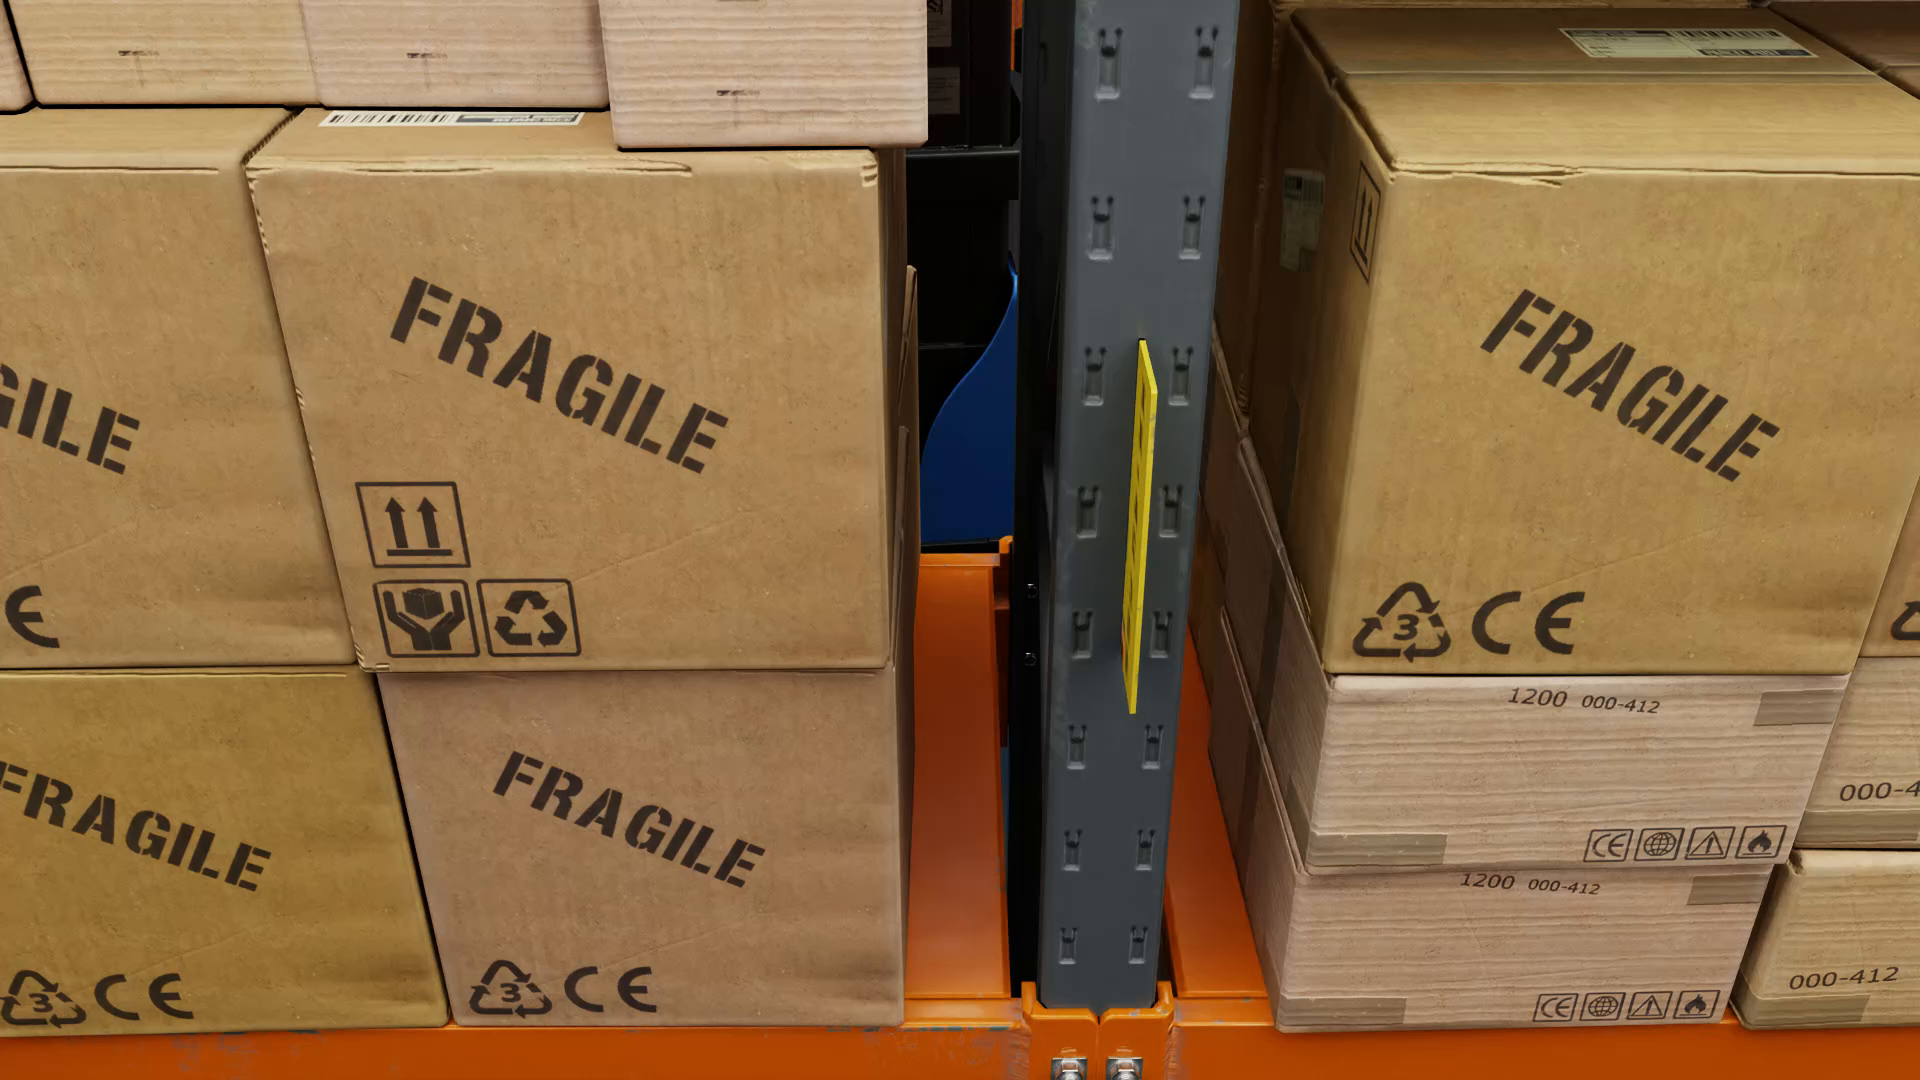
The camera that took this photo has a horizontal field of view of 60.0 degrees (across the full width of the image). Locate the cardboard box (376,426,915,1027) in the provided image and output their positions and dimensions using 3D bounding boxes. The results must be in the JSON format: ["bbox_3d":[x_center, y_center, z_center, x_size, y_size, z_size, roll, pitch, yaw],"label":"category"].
[{"bbox_3d":[-0.312,0.201,1.930,0.500,0.500,0.500,0,31,0],"label":"cardboard box"}]

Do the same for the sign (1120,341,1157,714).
[{"bbox_3d":[0.155,-0.006,1.457,0.005,0.325,0.100,0,31,0],"label":"sign"}]

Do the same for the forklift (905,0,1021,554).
[{"bbox_3d":[-0.622,-1.217,4.431,3.031,2.935,1.130,-3,31,-5],"label":"forklift"}]

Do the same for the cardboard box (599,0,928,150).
[{"bbox_3d":[-0.156,-0.472,1.450,0.250,0.149,0.380,-1,31,-1],"label":"cardboard box"}]

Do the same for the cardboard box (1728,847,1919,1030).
[{"bbox_3d":[1.110,0.307,1.996,0.500,0.250,0.500,-1,31,-2],"label":"cardboard box"}]

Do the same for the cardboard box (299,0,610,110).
[{"bbox_3d":[-0.420,-0.527,1.541,0.250,0.149,0.380,1,31,1],"label":"cardboard box"}]

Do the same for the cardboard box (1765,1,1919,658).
[{"bbox_3d":[1.101,-0.228,1.675,0.500,0.500,0.500,0,31,-1],"label":"cardboard box"}]

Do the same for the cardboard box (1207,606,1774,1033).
[{"bbox_3d":[0.592,0.310,1.993,0.500,0.250,0.500,-1,31,-1],"label":"cardboard box"}]

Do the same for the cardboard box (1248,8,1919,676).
[{"bbox_3d":[0.592,-0.213,1.648,0.500,0.500,0.500,0,31,0],"label":"cardboard box"}]

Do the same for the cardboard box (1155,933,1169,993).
[{"bbox_3d":[0.770,0.795,2.691,0.875,0.875,0.875,1,31,1],"label":"cardboard box"}]

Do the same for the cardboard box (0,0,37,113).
[{"bbox_3d":[-0.922,-0.521,1.532,0.250,0.149,0.380,0,31,-1],"label":"cardboard box"}]

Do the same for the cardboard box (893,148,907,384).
[{"bbox_3d":[-0.327,-0.484,2.096,0.500,0.500,0.500,0,31,0],"label":"cardboard box"}]

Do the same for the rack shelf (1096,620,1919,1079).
[{"bbox_3d":[2.150,0.411,2.374,4.000,0.370,1.077,0,31,0],"label":"rack shelf"}]

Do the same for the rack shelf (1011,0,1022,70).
[{"bbox_3d":[2.117,-2.163,6.618,4.000,0.370,1.077,0,31,0],"label":"rack shelf"}]

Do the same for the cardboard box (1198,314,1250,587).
[{"bbox_3d":[0.590,-0.167,2.296,0.500,0.250,0.500,0,31,0],"label":"cardboard box"}]

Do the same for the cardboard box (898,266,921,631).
[{"bbox_3d":[-0.320,-0.067,2.373,0.500,0.500,0.500,1,31,1],"label":"cardboard box"}]

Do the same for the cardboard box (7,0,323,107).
[{"bbox_3d":[-0.669,-0.531,1.548,0.250,0.149,0.380,0,31,0],"label":"cardboard box"}]

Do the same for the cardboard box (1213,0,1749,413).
[{"bbox_3d":[0.596,-0.492,2.109,0.500,0.500,0.500,1,31,1],"label":"cardboard box"}]

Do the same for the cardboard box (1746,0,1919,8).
[{"bbox_3d":[1.113,-0.497,2.118,0.500,0.500,0.500,0,31,1],"label":"cardboard box"}]

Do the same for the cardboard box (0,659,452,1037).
[{"bbox_3d":[-0.826,0.206,1.923,0.500,0.500,0.500,-1,31,-2],"label":"cardboard box"}]

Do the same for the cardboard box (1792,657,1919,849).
[{"bbox_3d":[1.113,0.089,1.874,0.500,0.250,0.500,0,31,0],"label":"cardboard box"}]

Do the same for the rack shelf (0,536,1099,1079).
[{"bbox_3d":[-1.849,0.424,2.353,4.000,0.370,1.077,0,31,0],"label":"rack shelf"}]

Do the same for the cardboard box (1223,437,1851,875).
[{"bbox_3d":[0.592,0.105,1.847,0.500,0.250,0.500,-1,31,-2],"label":"cardboard box"}]

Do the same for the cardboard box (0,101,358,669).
[{"bbox_3d":[-0.827,-0.218,1.658,0.500,0.500,0.500,-1,31,-1],"label":"cardboard box"}]

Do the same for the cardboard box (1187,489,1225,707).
[{"bbox_3d":[0.598,0.042,2.434,0.500,0.250,0.500,-1,31,-1],"label":"cardboard box"}]

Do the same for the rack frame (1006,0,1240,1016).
[{"bbox_3d":[0.150,0.108,2.180,0.053,2.616,0.949,0,31,0],"label":"rack frame"}]

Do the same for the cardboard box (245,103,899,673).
[{"bbox_3d":[-0.320,-0.216,1.653,0.500,0.500,0.500,0,31,-1],"label":"cardboard box"}]
